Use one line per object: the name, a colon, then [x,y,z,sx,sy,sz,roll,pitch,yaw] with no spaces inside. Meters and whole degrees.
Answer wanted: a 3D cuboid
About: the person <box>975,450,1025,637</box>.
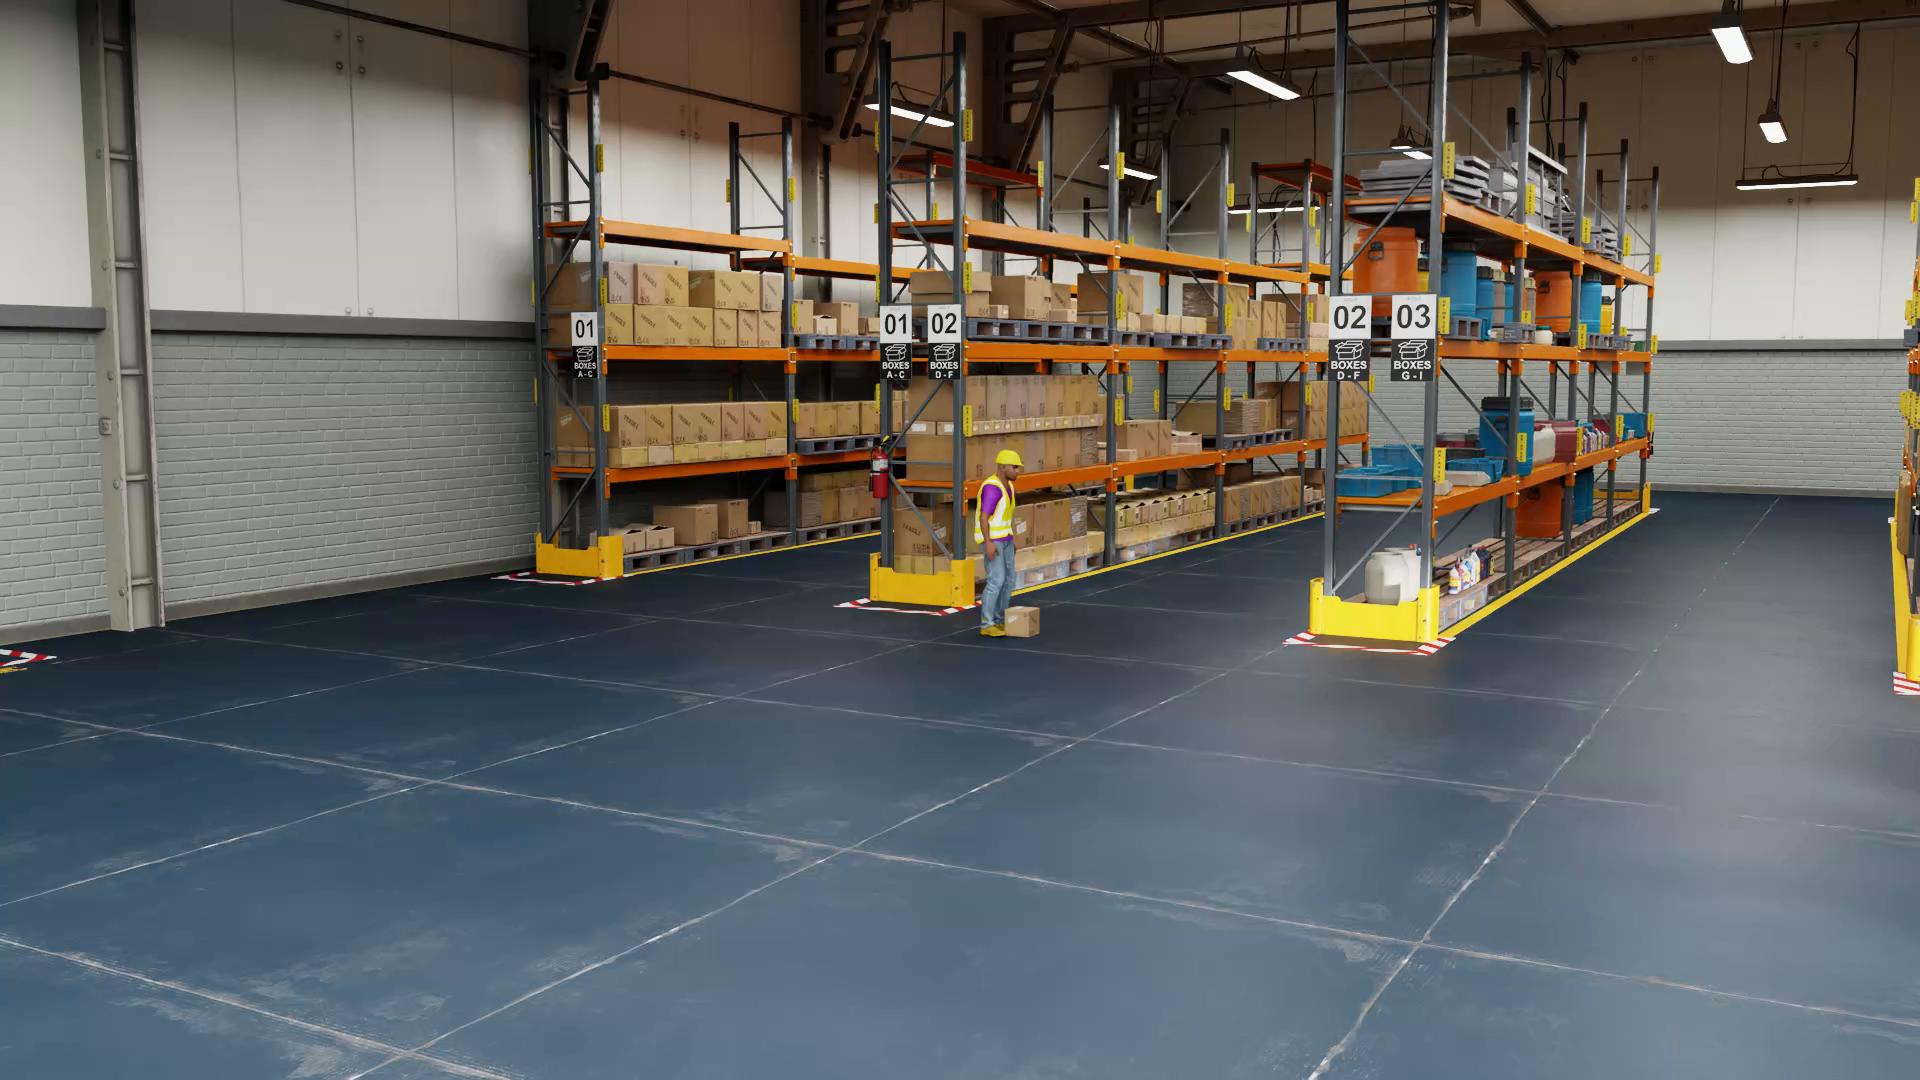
person: [0.386,0.018,15.882,0.460,1.759,0.629,3,7,25]
